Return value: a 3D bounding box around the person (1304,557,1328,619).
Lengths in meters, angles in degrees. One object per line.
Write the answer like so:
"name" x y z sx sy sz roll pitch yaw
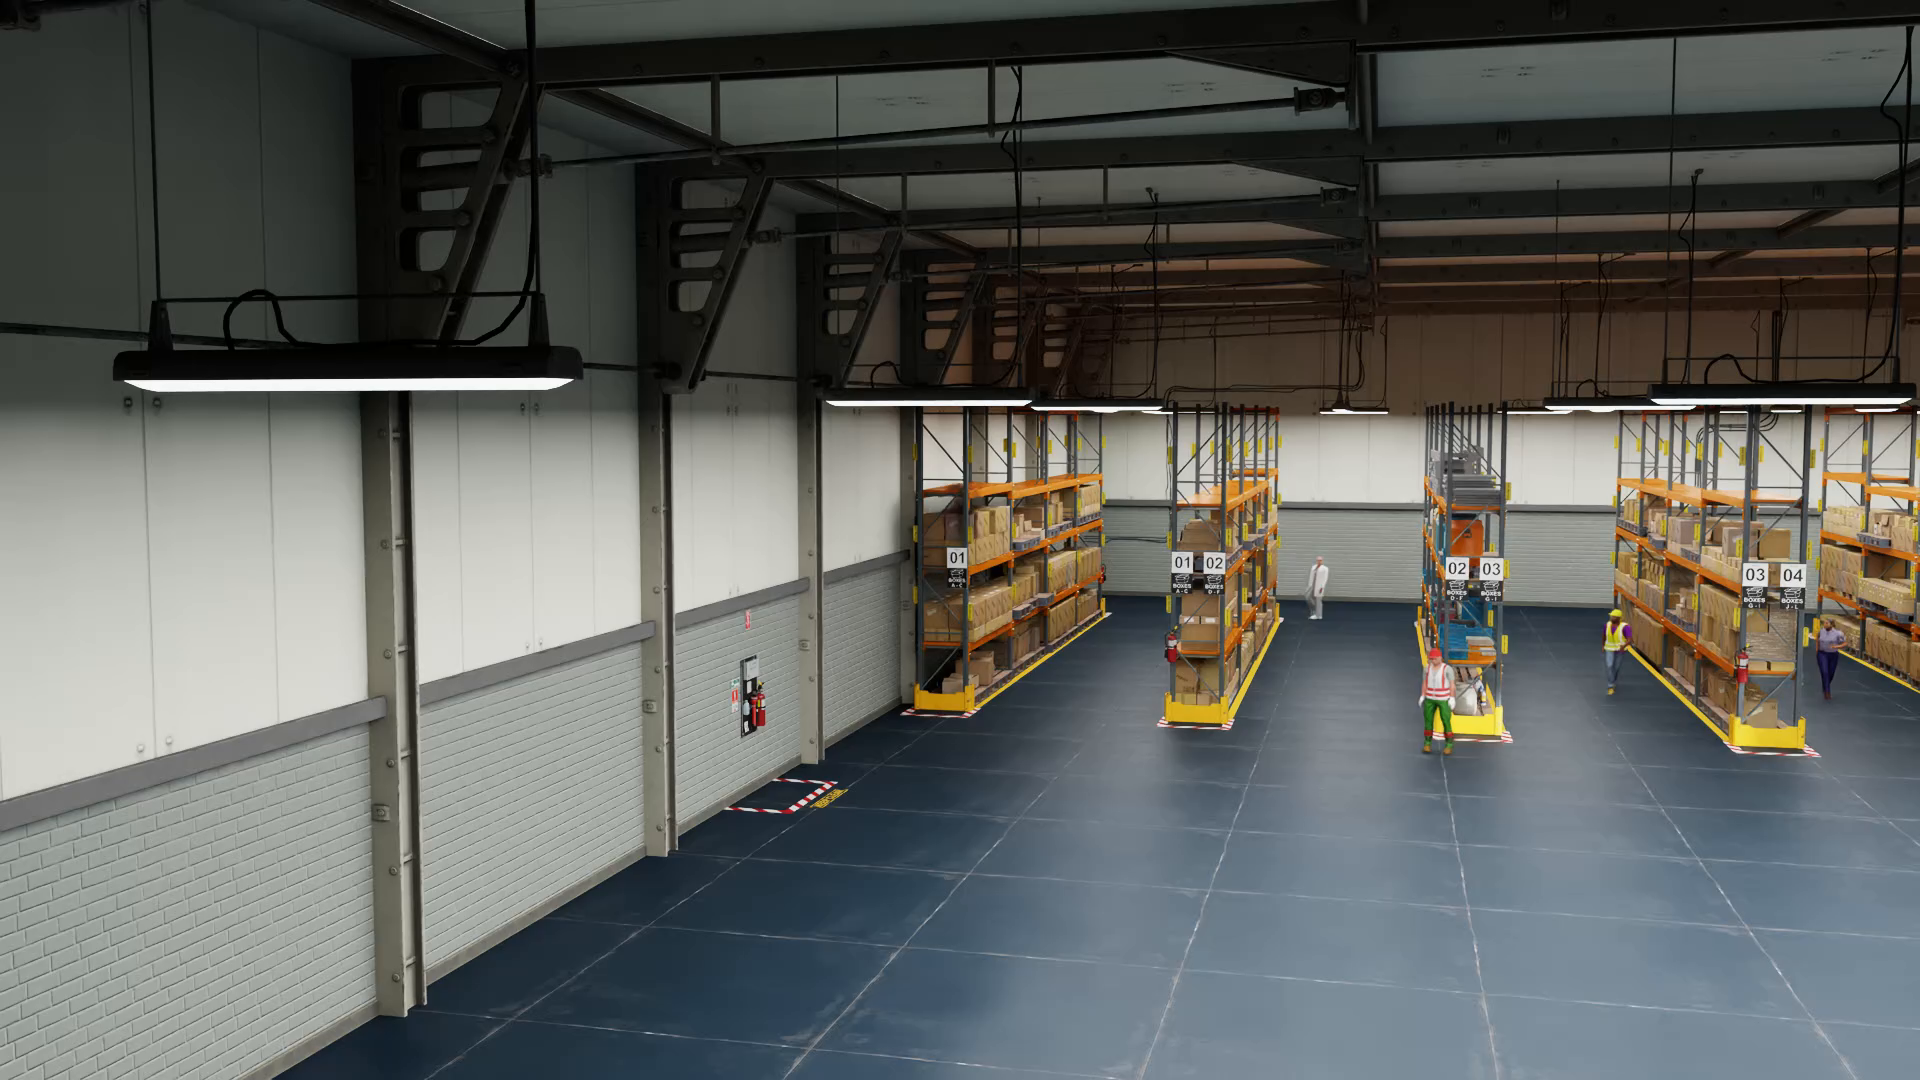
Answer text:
"person" 10.084 1.385 47.097 0.549 1.808 0.636 -3 5 -33

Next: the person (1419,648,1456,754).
"person" 8.129 2.729 28.347 0.620 1.782 0.389 3 5 32

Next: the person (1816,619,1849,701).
"person" 17.726 2.419 33.781 0.556 1.587 0.982 1 4 15

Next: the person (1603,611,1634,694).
"person" 13.683 2.301 34.542 0.523 1.677 1.127 1 4 14
